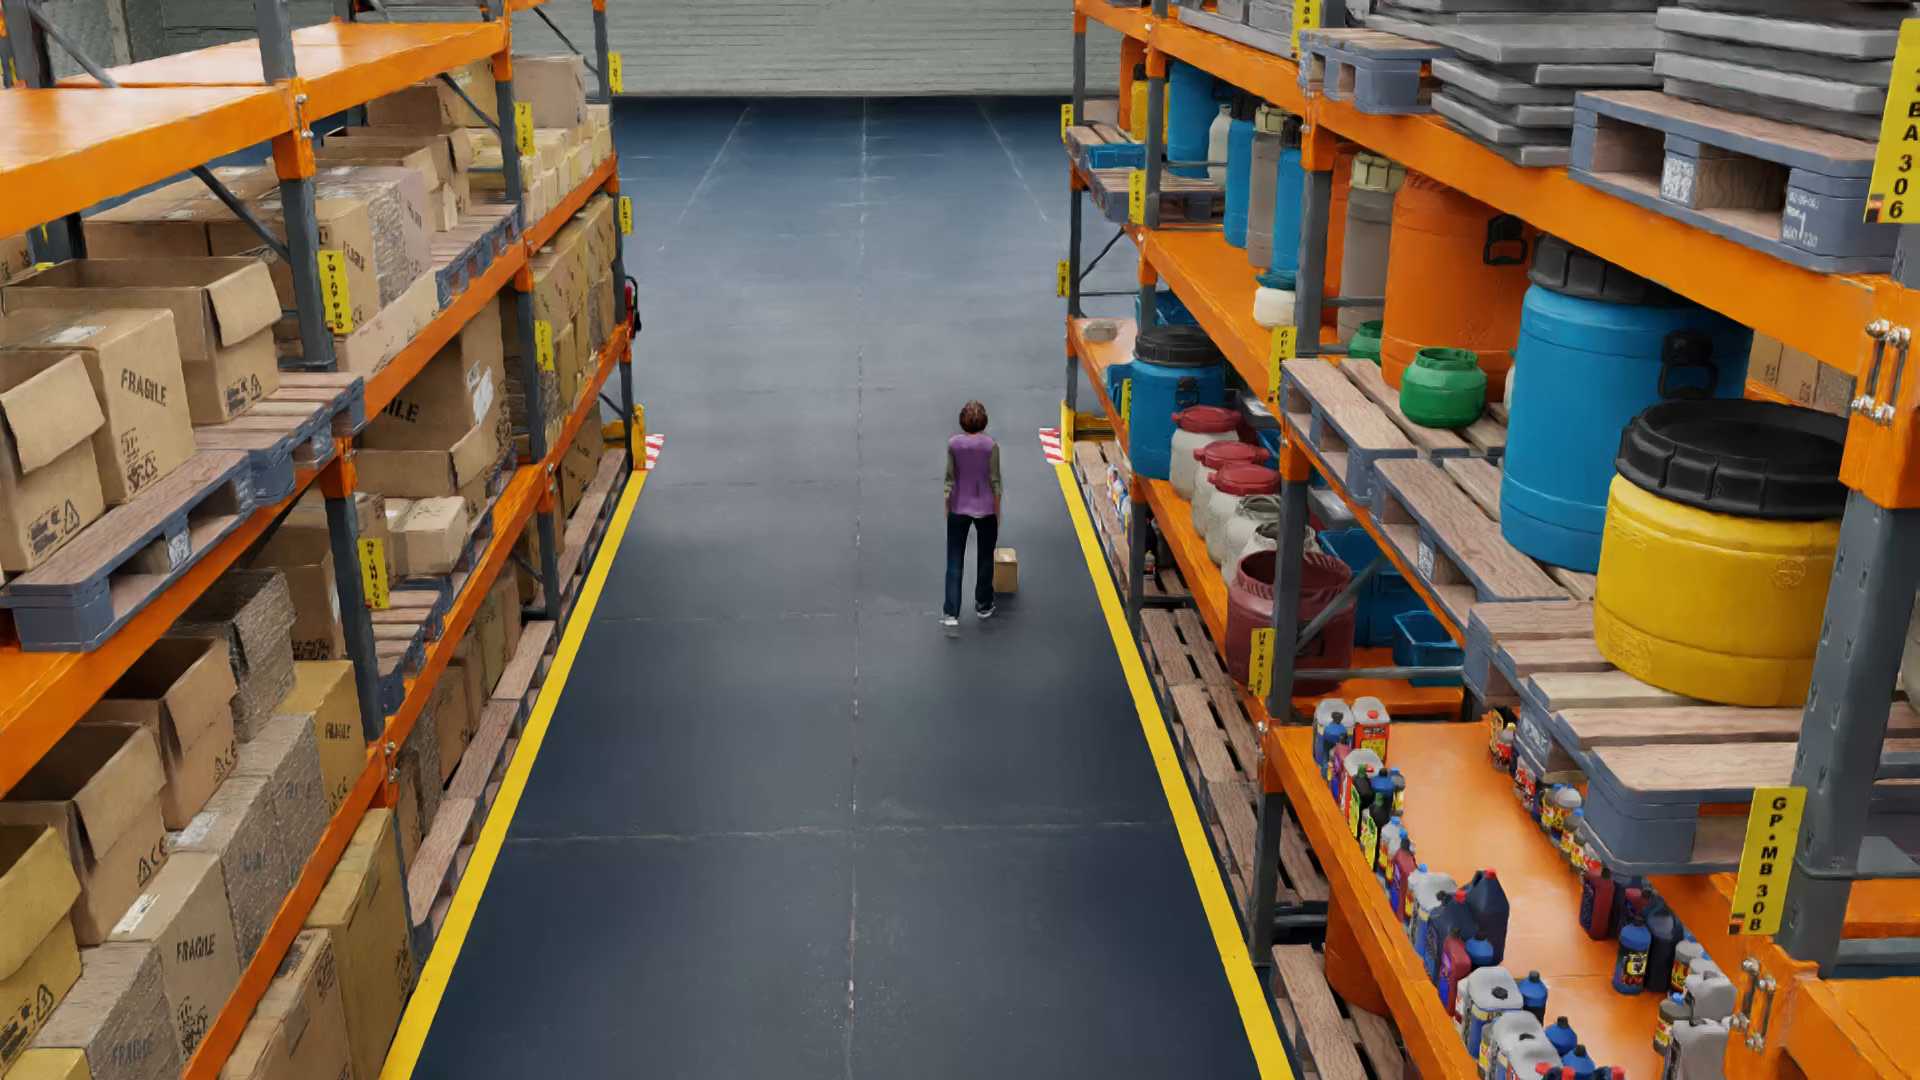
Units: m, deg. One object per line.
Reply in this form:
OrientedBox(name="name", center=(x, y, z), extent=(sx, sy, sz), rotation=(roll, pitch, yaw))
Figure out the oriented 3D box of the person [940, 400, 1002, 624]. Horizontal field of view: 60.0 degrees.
OrientedBox(name="person", center=(0.082, -0.186, 11.548), extent=(0.424, 1.597, 0.554), rotation=(3, 21, 7))
